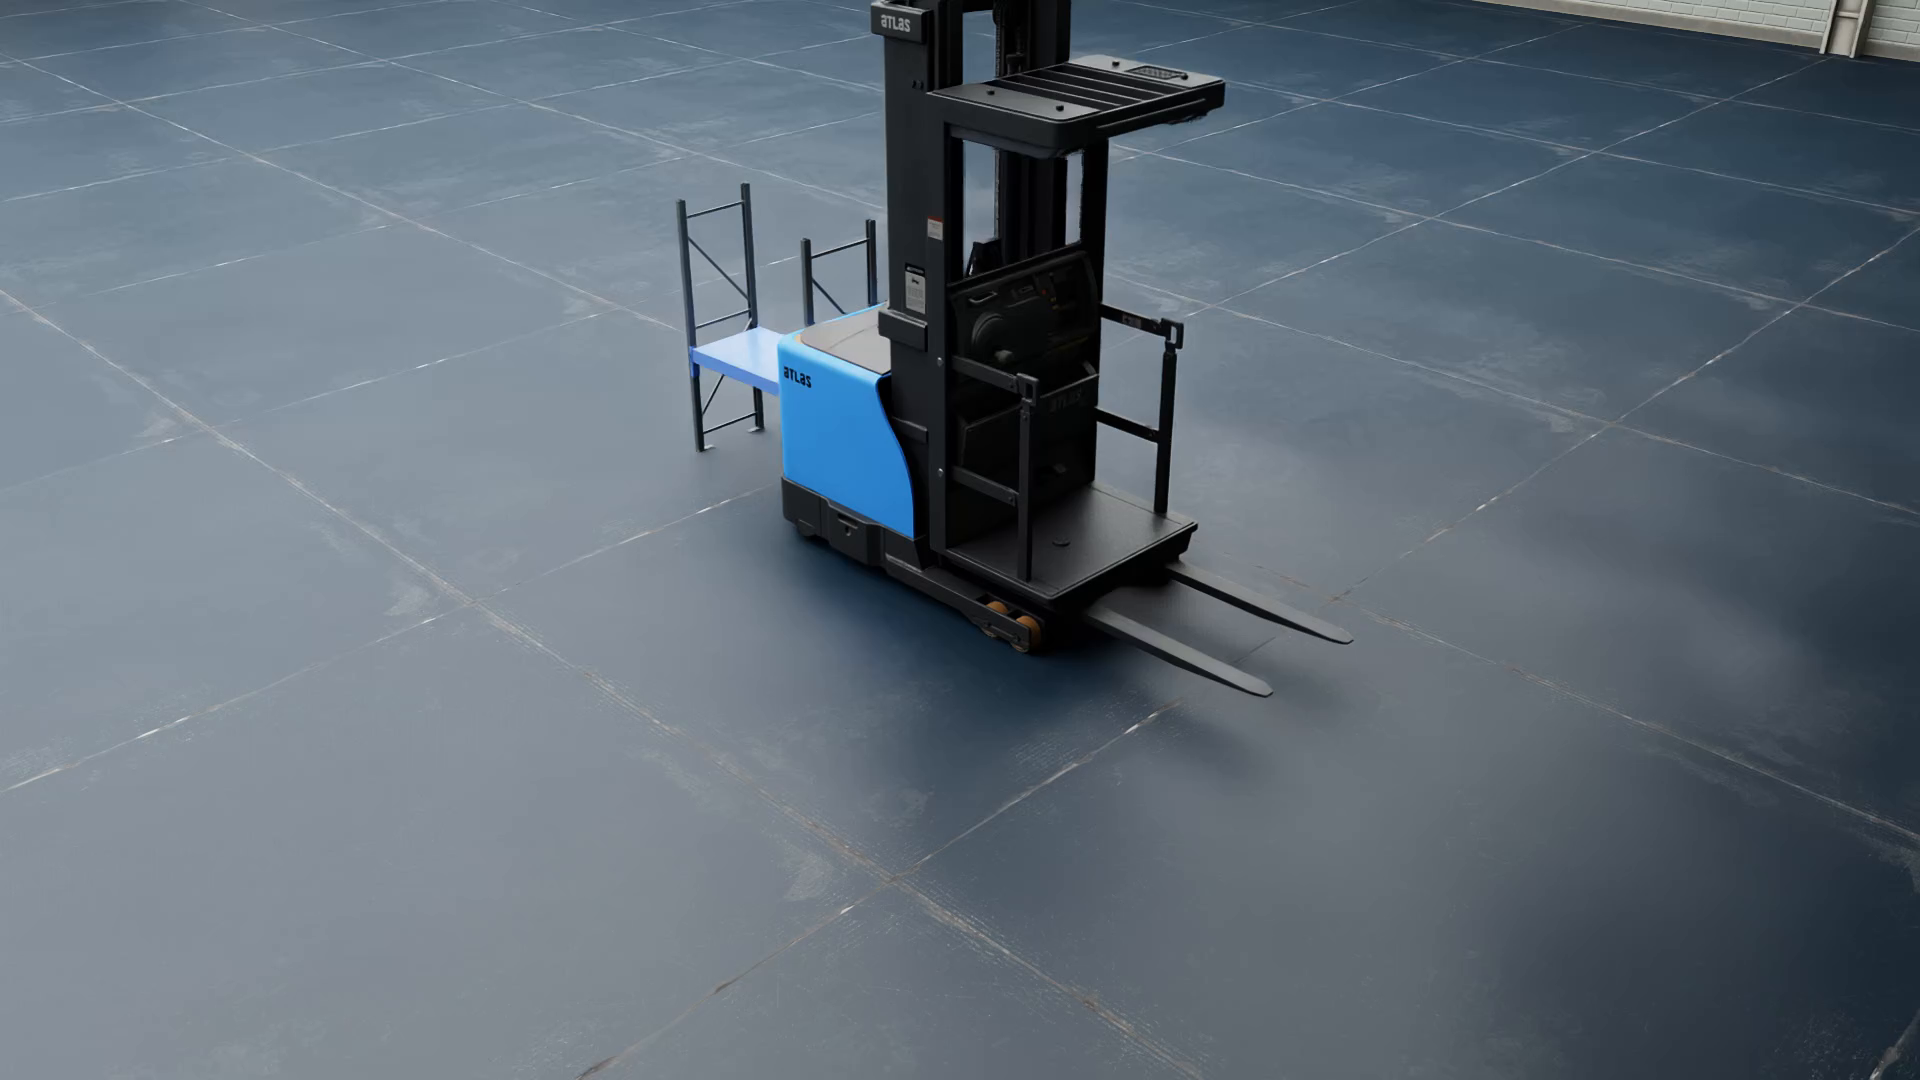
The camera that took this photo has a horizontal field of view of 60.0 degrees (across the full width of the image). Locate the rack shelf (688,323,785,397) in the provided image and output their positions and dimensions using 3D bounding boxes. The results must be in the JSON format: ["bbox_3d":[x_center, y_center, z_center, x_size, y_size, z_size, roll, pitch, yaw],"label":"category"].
[{"bbox_3d":[-0.996,-0.942,9.317,1.000,0.185,0.538,24,36,37],"label":"rack shelf"}]

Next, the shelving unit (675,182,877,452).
[{"bbox_3d":[-0.996,-1.102,9.233,1.048,1.500,0.538,24,36,37],"label":"shelving unit"}]

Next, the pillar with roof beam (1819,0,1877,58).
[{"bbox_3d":[7.438,-8.327,14.918,0.400,9.000,9.100,25,36,38],"label":"pillar with roof beam"}]

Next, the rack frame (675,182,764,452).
[{"bbox_3d":[-1.365,-1.264,9.543,0.032,1.500,0.500,24,36,37],"label":"rack frame"}]

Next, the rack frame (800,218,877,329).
[{"bbox_3d":[-0.627,-0.939,8.924,0.032,1.500,0.500,24,36,37],"label":"rack frame"}]

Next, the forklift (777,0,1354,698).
[{"bbox_3d":[0.456,-1.046,7.590,3.031,2.935,1.130,25,37,39],"label":"forklift"}]
